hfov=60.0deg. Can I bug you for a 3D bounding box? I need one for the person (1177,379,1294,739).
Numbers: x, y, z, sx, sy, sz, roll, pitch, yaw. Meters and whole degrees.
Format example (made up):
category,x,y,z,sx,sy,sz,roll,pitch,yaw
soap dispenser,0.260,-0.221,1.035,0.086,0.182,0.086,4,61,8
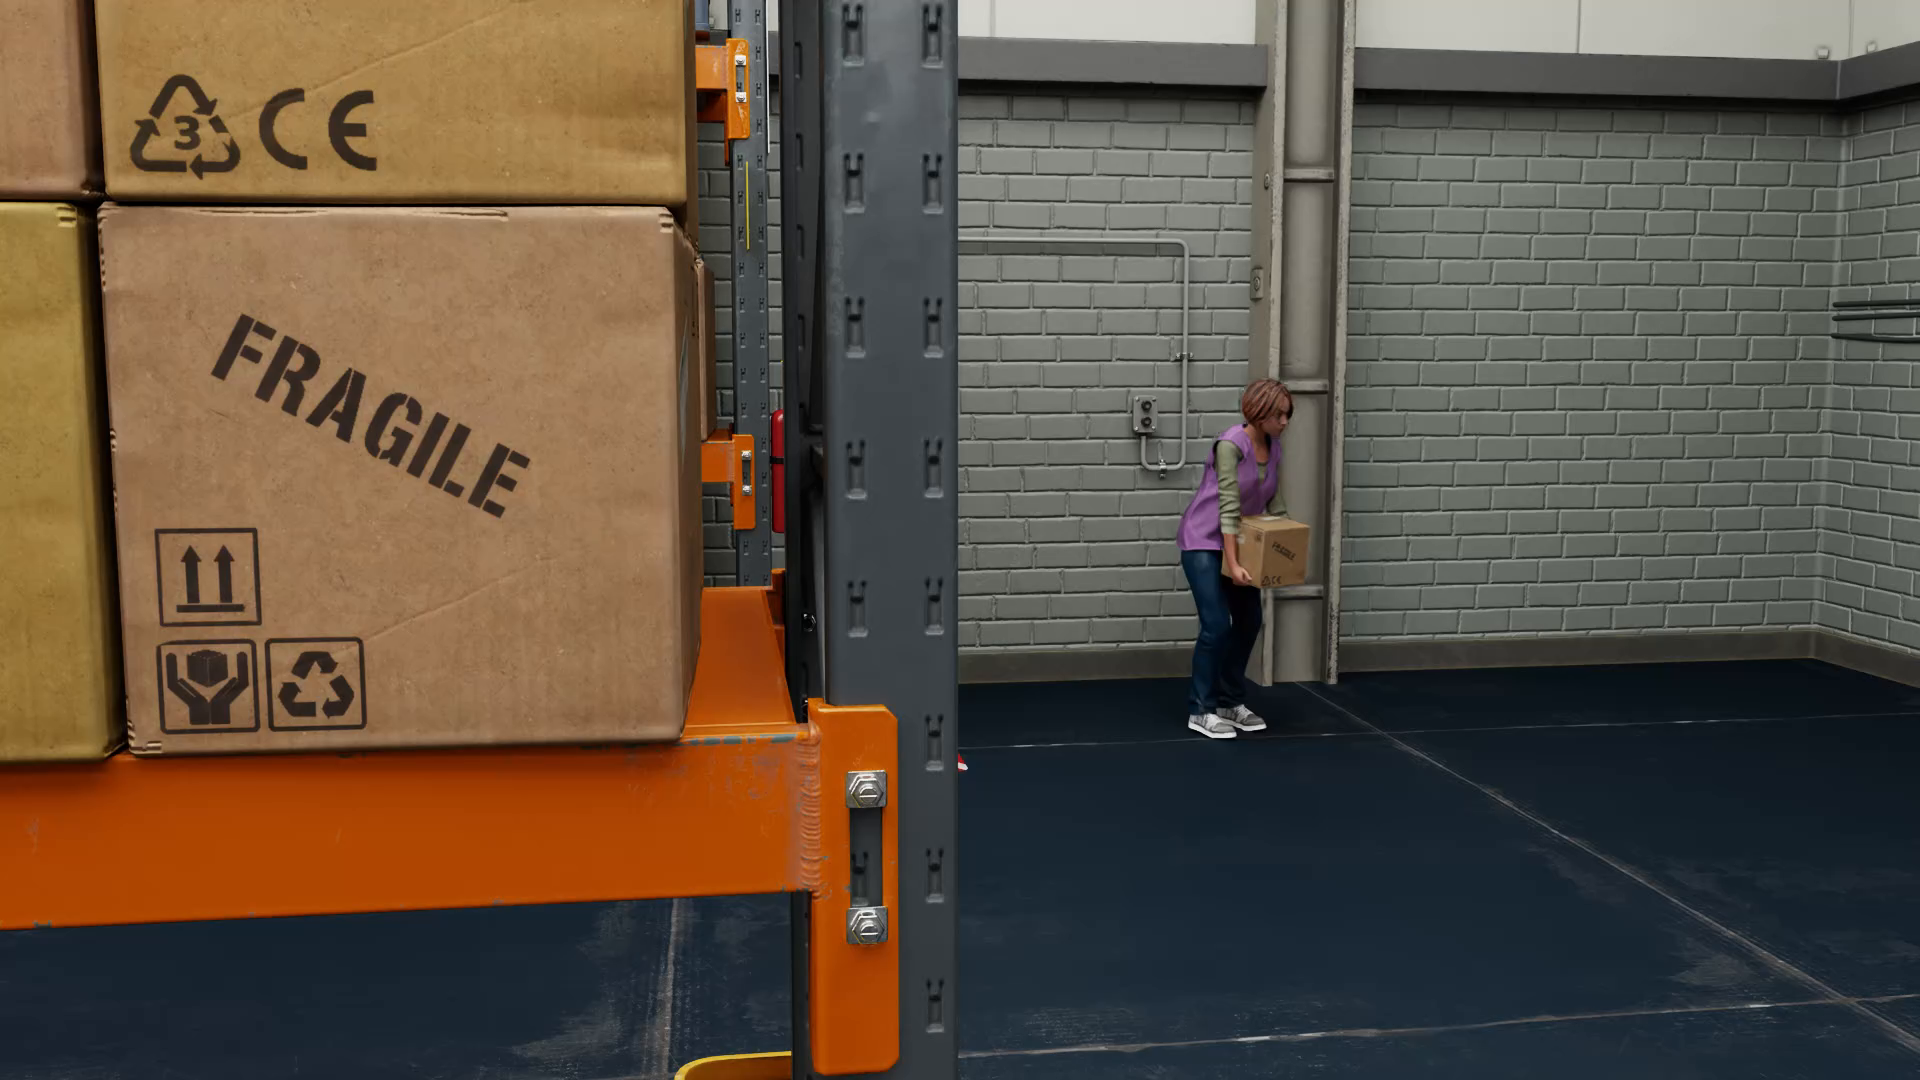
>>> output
category,x,y,z,sx,sy,sz,roll,pitch,yaw
person,1.182,0.082,7.142,0.378,1.529,0.522,-5,8,-38
